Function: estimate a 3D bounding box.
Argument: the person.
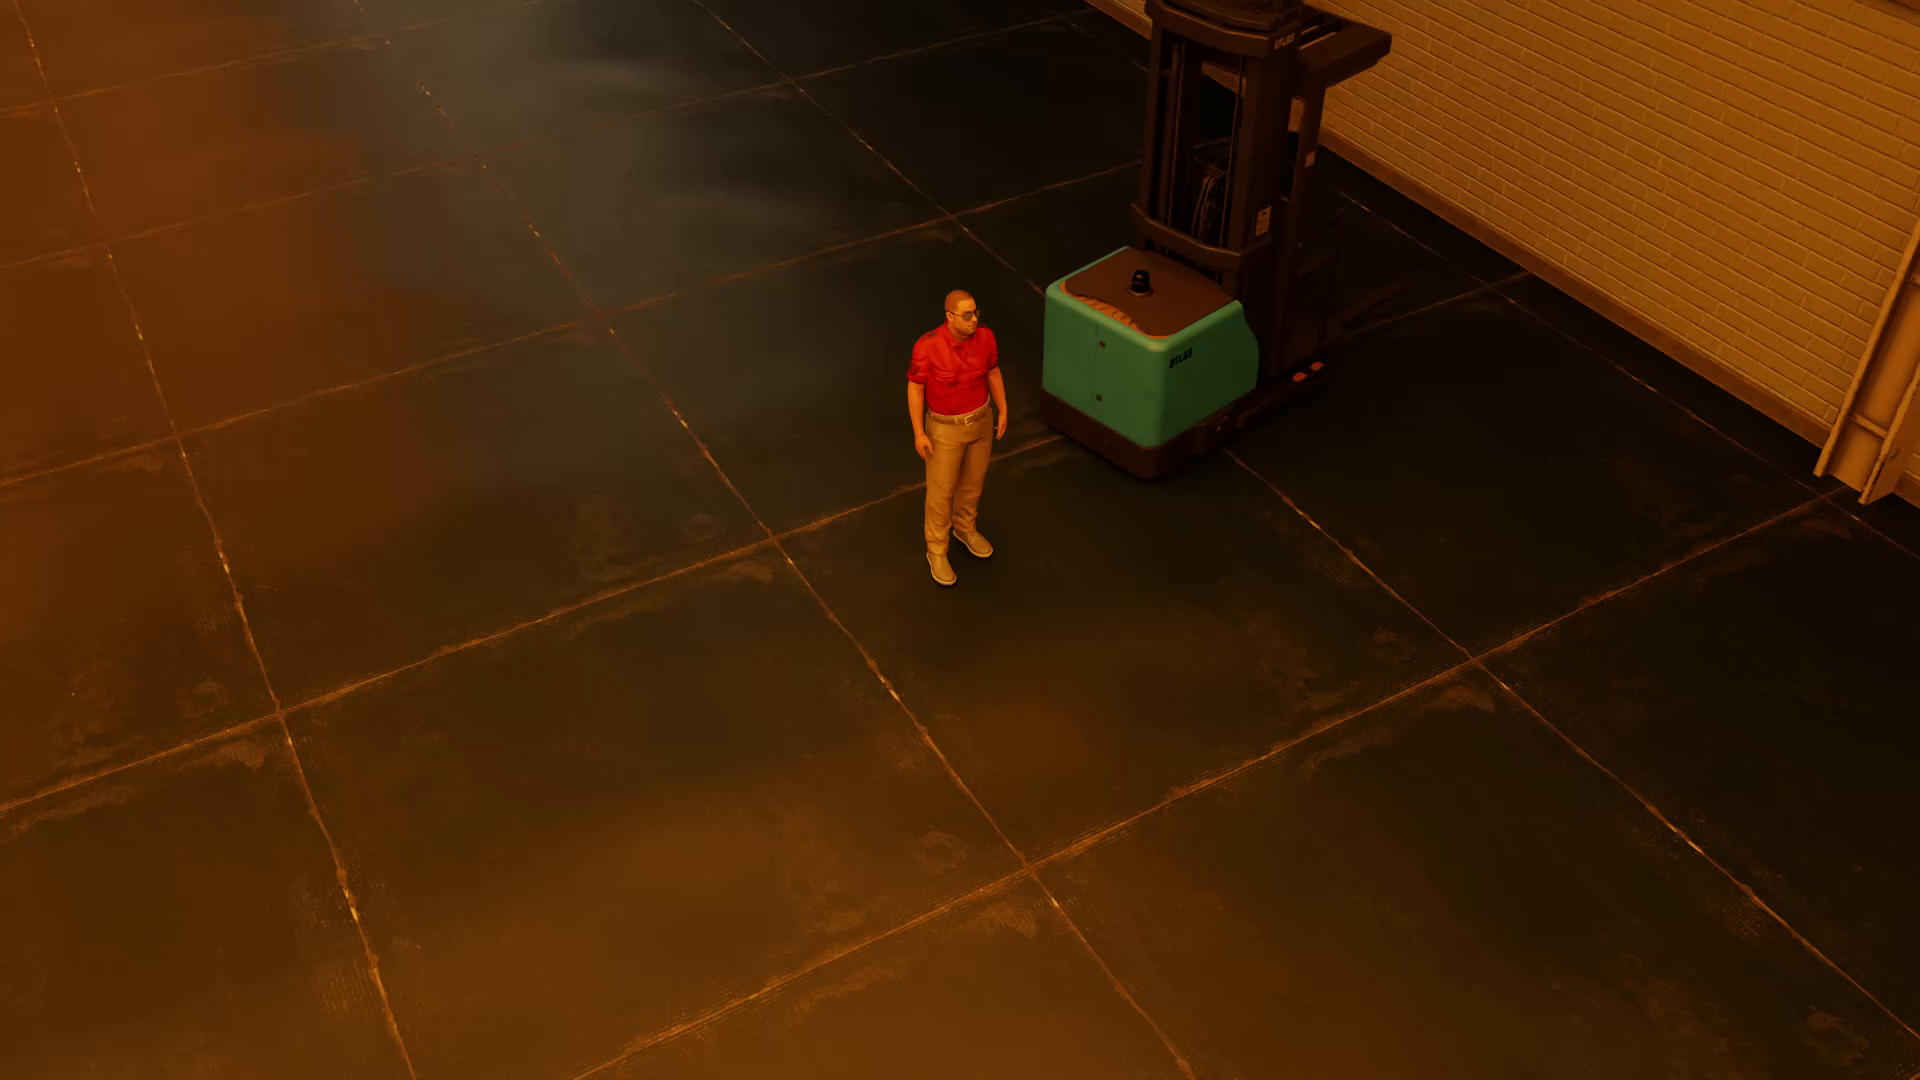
[{"bbox_3d":[0.035,-0.618,9.711,0.641,1.727,0.550,-20,44,-23],"label":"person"}]

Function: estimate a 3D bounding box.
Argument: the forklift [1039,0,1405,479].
[{"bbox_3d":[1.951,-2.342,10.859,3.031,2.935,1.130,-31,49,-32],"label":"forklift"}]
